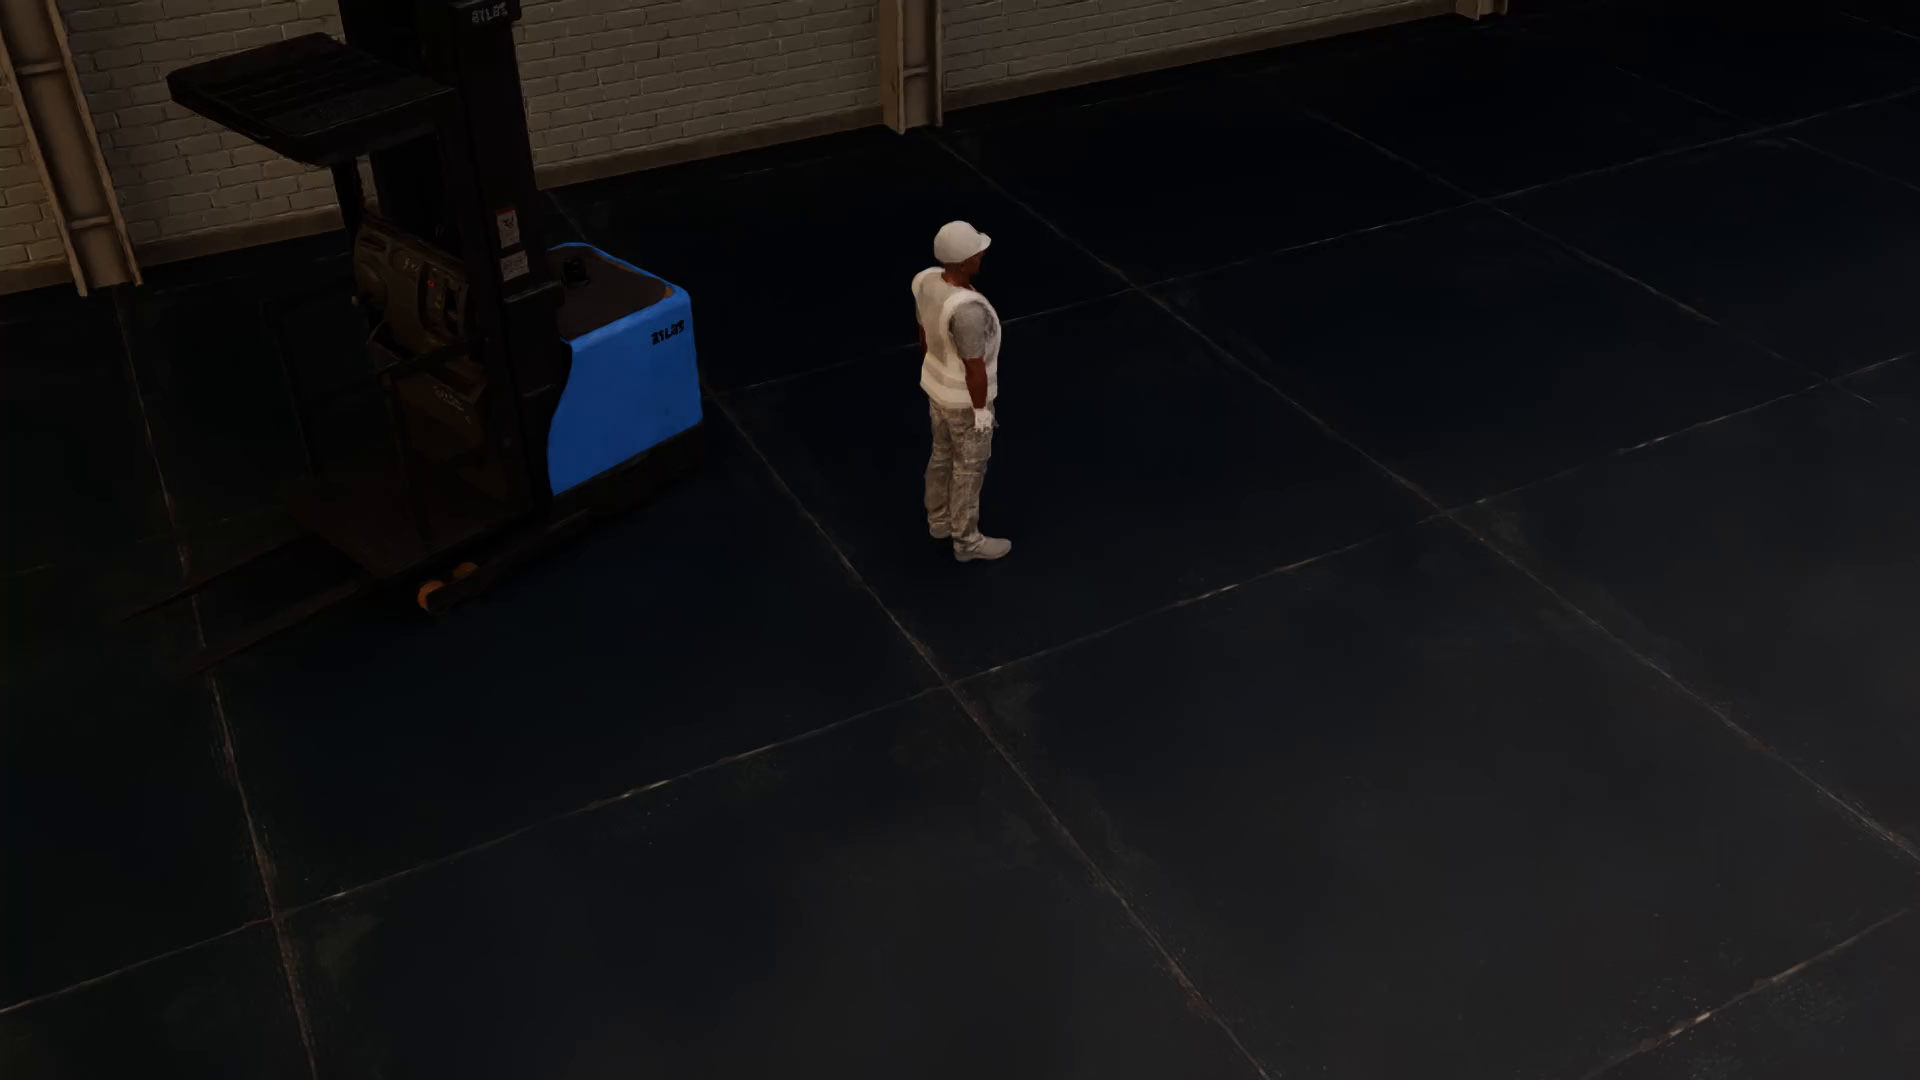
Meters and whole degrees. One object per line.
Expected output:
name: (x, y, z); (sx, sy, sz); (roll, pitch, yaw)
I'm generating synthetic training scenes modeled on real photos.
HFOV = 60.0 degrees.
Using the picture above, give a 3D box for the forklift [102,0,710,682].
forklift: (-2.745, -1.166, 7.772); (1.130, 2.935, 3.031); (27, 44, 33)

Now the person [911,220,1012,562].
person: (0.011, -0.734, 8.152); (0.365, 1.790, 0.546); (-17, 39, -23)
